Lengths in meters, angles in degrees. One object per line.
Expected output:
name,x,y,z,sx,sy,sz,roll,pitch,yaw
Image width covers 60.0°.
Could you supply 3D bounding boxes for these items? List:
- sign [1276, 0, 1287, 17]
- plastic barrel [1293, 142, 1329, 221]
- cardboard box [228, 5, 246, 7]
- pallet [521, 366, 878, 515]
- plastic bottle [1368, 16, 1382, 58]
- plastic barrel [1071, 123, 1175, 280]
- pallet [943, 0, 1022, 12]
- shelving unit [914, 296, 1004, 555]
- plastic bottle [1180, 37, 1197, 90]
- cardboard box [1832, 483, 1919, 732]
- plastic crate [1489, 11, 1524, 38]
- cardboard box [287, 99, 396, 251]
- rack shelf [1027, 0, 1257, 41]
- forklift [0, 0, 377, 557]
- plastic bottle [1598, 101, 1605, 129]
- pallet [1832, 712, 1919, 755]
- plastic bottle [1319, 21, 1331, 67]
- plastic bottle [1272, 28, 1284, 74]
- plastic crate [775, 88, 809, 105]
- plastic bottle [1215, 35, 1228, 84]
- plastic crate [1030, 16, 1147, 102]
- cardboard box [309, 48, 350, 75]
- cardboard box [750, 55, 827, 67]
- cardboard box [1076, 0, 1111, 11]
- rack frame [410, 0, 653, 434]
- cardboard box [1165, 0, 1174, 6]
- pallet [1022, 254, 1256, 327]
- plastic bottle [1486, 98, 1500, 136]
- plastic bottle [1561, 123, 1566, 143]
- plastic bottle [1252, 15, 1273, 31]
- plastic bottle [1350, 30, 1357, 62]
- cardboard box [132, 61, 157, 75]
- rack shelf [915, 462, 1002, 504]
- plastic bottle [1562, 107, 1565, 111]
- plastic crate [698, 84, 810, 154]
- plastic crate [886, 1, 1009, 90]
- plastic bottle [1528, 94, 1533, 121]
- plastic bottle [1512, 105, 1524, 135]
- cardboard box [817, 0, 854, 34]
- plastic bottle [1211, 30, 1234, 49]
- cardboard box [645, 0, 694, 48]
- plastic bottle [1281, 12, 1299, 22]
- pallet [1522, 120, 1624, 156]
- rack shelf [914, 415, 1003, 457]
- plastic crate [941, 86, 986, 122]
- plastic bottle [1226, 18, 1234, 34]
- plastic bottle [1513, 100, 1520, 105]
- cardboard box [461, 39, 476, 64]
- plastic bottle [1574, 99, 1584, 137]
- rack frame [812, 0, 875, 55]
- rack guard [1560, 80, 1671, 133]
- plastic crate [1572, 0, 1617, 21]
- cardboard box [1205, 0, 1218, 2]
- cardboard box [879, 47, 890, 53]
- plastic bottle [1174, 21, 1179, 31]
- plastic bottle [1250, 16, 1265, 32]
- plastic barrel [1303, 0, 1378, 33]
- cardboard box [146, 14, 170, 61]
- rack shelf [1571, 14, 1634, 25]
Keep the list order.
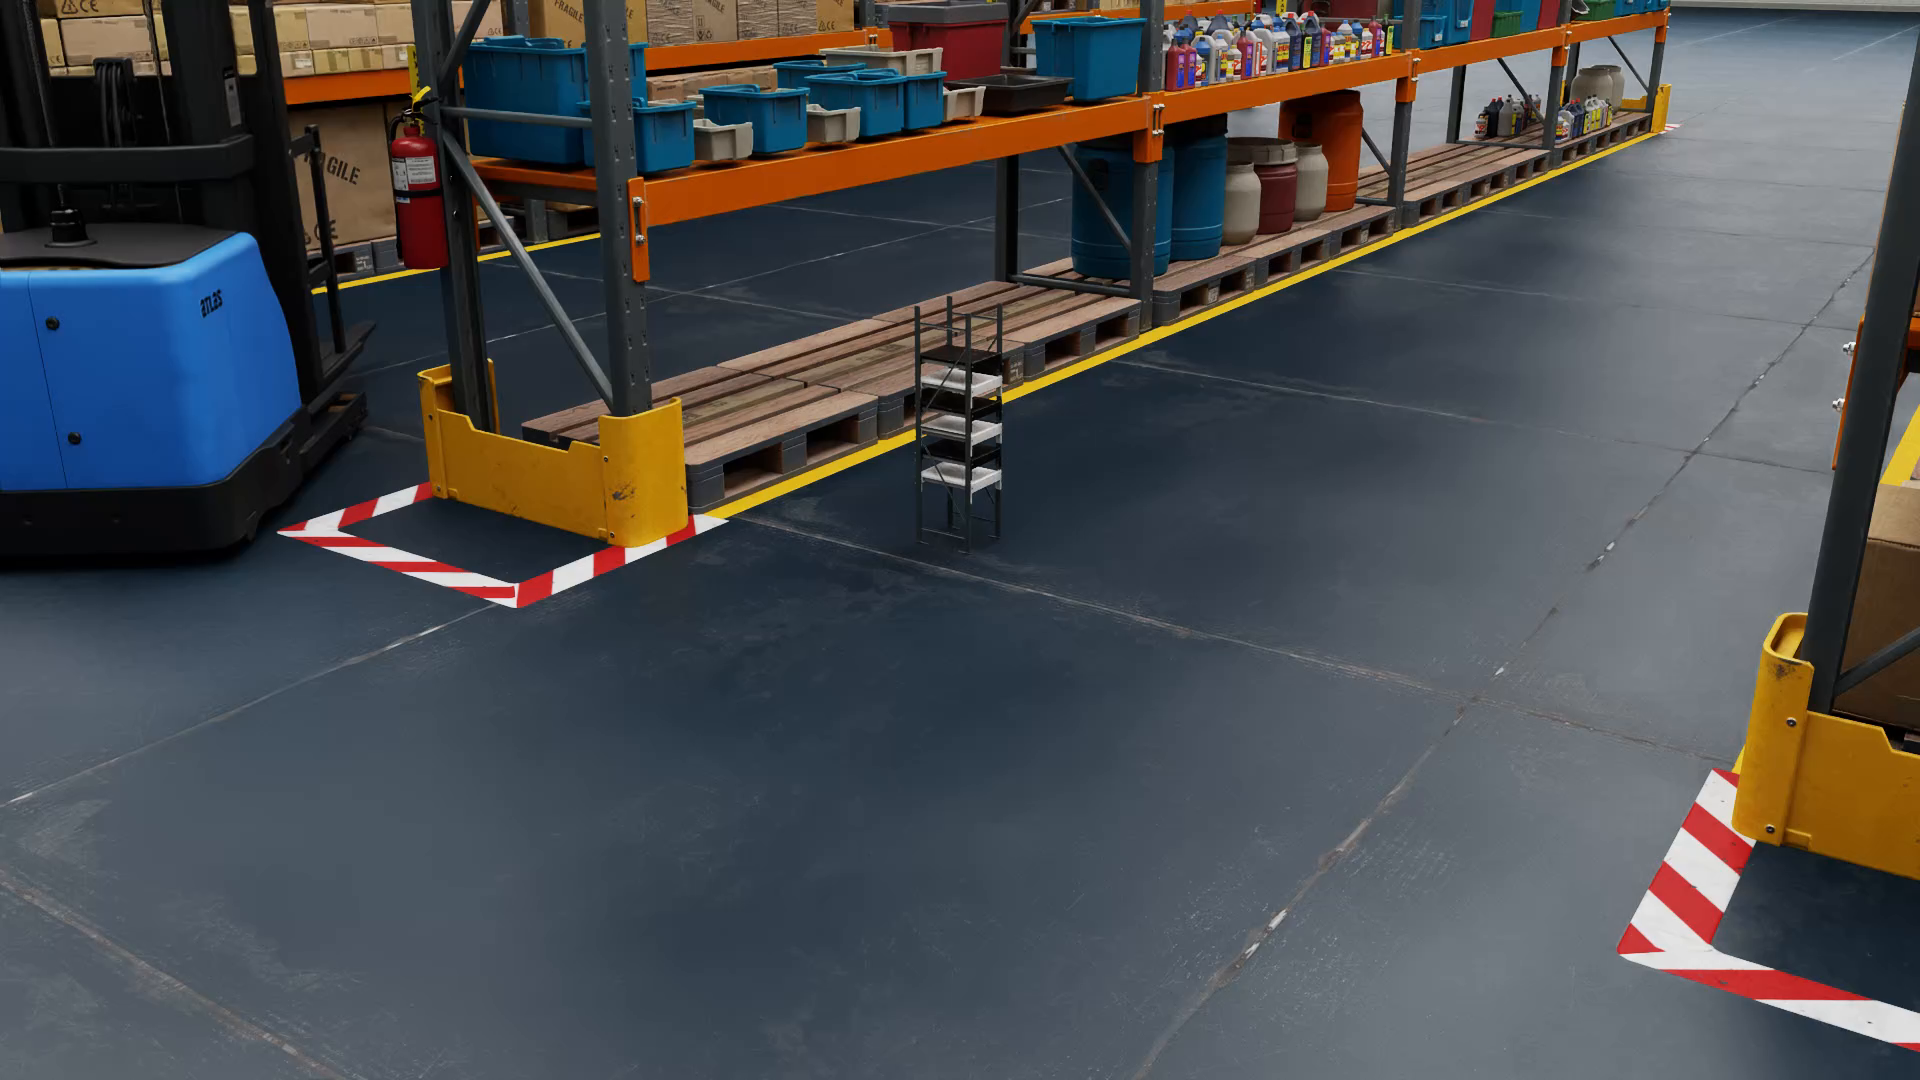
sign,2.439,-4.018,12.569,0.100,0.325,0.005,13,24,32
plastic barrel,2.393,-2.543,11.798,0.421,0.512,0.421,0,20,0
cardboard box,-4.782,-3.209,10.403,0.500,0.250,0.500,13,24,32
pallet,-1.104,-0.462,7.211,1.003,0.211,1.213,13,24,32
plastic bottle,2.894,-3.516,11.616,0.061,0.283,0.133,13,24,32
plastic barrel,0.969,-2.054,9.914,0.600,0.901,0.708,13,24,32
pallet,-0.119,-5.288,16.515,1.003,0.211,1.213,13,24,32
shelving unit,-0.005,-0.420,6.103,0.258,0.900,0.210,13,24,32
plastic bottle,1.283,-2.694,9.394,0.061,0.283,0.133,13,24,32
cardboard box,2.597,0.188,4.402,0.500,0.500,0.500,13,24,32
plastic crate,4.401,-4.330,13.953,0.450,0.188,0.662,13,24,32
cardboard box,-4.390,-2.423,10.950,0.875,0.875,0.875,13,24,32
rack shelf,2.174,-6.187,19.703,1.077,0.370,4.000,13,24,32
forklift,-3.268,-1.779,6.850,1.130,2.935,3.031,-2,20,-5
plastic bottle,6.483,-4.342,16.970,0.152,0.276,0.135,13,24,30
pallet,2.985,0.483,4.655,1.003,0.211,1.213,13,24,32
plastic bottle,2.381,-3.255,10.908,0.061,0.283,0.133,13,24,32
plastic bottle,1.963,-3.047,10.364,0.097,0.271,0.097,0,20,0
plastic crate,-0.828,-1.968,7.556,0.298,0.136,0.250,13,24,32
plastic bottle,1.518,-2.820,9.750,0.097,0.271,0.097,0,20,0
plastic crate,0.669,-2.509,8.661,0.392,0.384,0.575,13,24,32
cardboard box,-4.070,-3.017,10.459,0.380,0.149,0.250,13,24,31
cardboard box,-1.604,-3.809,14.696,1.225,0.875,0.875,12,23,29
cardboard box,1.420,-5.835,18.079,0.380,0.149,0.250,13,24,32
rack frame,-1.599,-1.541,6.108,1.000,3.000,0.127,13,24,32
cardboard box,2.252,-6.268,19.249,0.380,0.149,0.250,13,24,32
pallet,1.118,-1.594,10.271,1.003,0.211,1.213,13,24,32
plastic bottle,5.270,-4.189,16.450,0.144,0.351,0.185,13,24,30
plastic bottle,5.745,-3.913,15.920,0.097,0.201,0.097,0,20,0
plastic bottle,2.127,-3.584,11.810,0.152,0.276,0.135,13,24,32
plastic bottle,2.649,-3.365,11.323,0.097,0.201,0.097,0,20,0
cardboard box,-4.791,-2.649,9.465,0.380,0.149,0.250,13,24,31
rack shelf,-0.005,-0.220,6.177,0.258,0.077,0.200,13,24,32
plastic bottle,5.925,-4.127,16.396,0.097,0.271,0.097,0,20,0
plastic crate,-0.818,-1.686,6.655,0.416,0.233,0.300,13,24,32
plastic crate,-0.060,-2.540,8.628,0.402,0.464,0.583,13,24,32
plastic bottle,5.976,-4.543,17.505,0.061,0.283,0.133,14,24,33
plastic bottle,5.515,-4.187,16.554,0.152,0.276,0.135,13,24,32
cardboard box,-1.271,-4.659,14.394,0.500,0.500,0.500,14,25,33
plastic bottle,1.619,-2.984,10.188,0.152,0.276,0.135,13,24,32
cardboard box,-2.418,-4.073,12.808,0.500,0.500,0.500,13,24,31
plastic bottle,2.387,-3.717,12.169,0.152,0.276,0.135,13,24,32
pallet,6.244,-4.212,17.349,1.003,0.211,1.213,13,24,32
rack shelf,-0.005,-0.388,6.114,0.258,0.077,0.200,13,24,32
plastic crate,-0.081,-2.035,7.736,0.293,0.136,0.466,13,24,32
plastic bottle,1.835,-3.450,11.453,0.097,0.271,0.097,0,20,0
plastic bottle,5.654,-4.348,16.987,0.152,0.276,0.135,14,24,33
cardboard box,-3.492,-3.311,11.256,0.380,0.149,0.250,14,24,33
plastic bottle,6.050,-4.153,16.353,0.144,0.351,0.185,12,24,30
rack frame,-1.198,-4.802,14.924,1.000,3.000,0.127,13,24,32
rack guard,7.391,-4.929,18.868,1.175,0.500,0.348,13,24,32
plastic crate,6.143,-5.219,16.357,0.450,0.188,0.662,13,24,32
cardboard box,2.917,-6.636,20.243,0.380,0.149,0.250,13,24,32
cardboard box,-1.566,-6.834,22.874,0.875,0.875,0.875,13,24,31
plastic bottle,1.391,-3.240,10.869,0.061,0.283,0.133,13,24,32
plastic bottle,2.090,-3.542,11.704,0.097,0.271,0.097,0,20,0
plastic barrel,2.908,-4.093,12.809,0.600,0.536,0.708,13,24,32
cardboard box,-4.630,-2.955,9.718,0.500,0.250,0.500,12,24,30
rack shelf,6.271,-5.312,17.058,0.919,0.124,3.809,13,24,32
